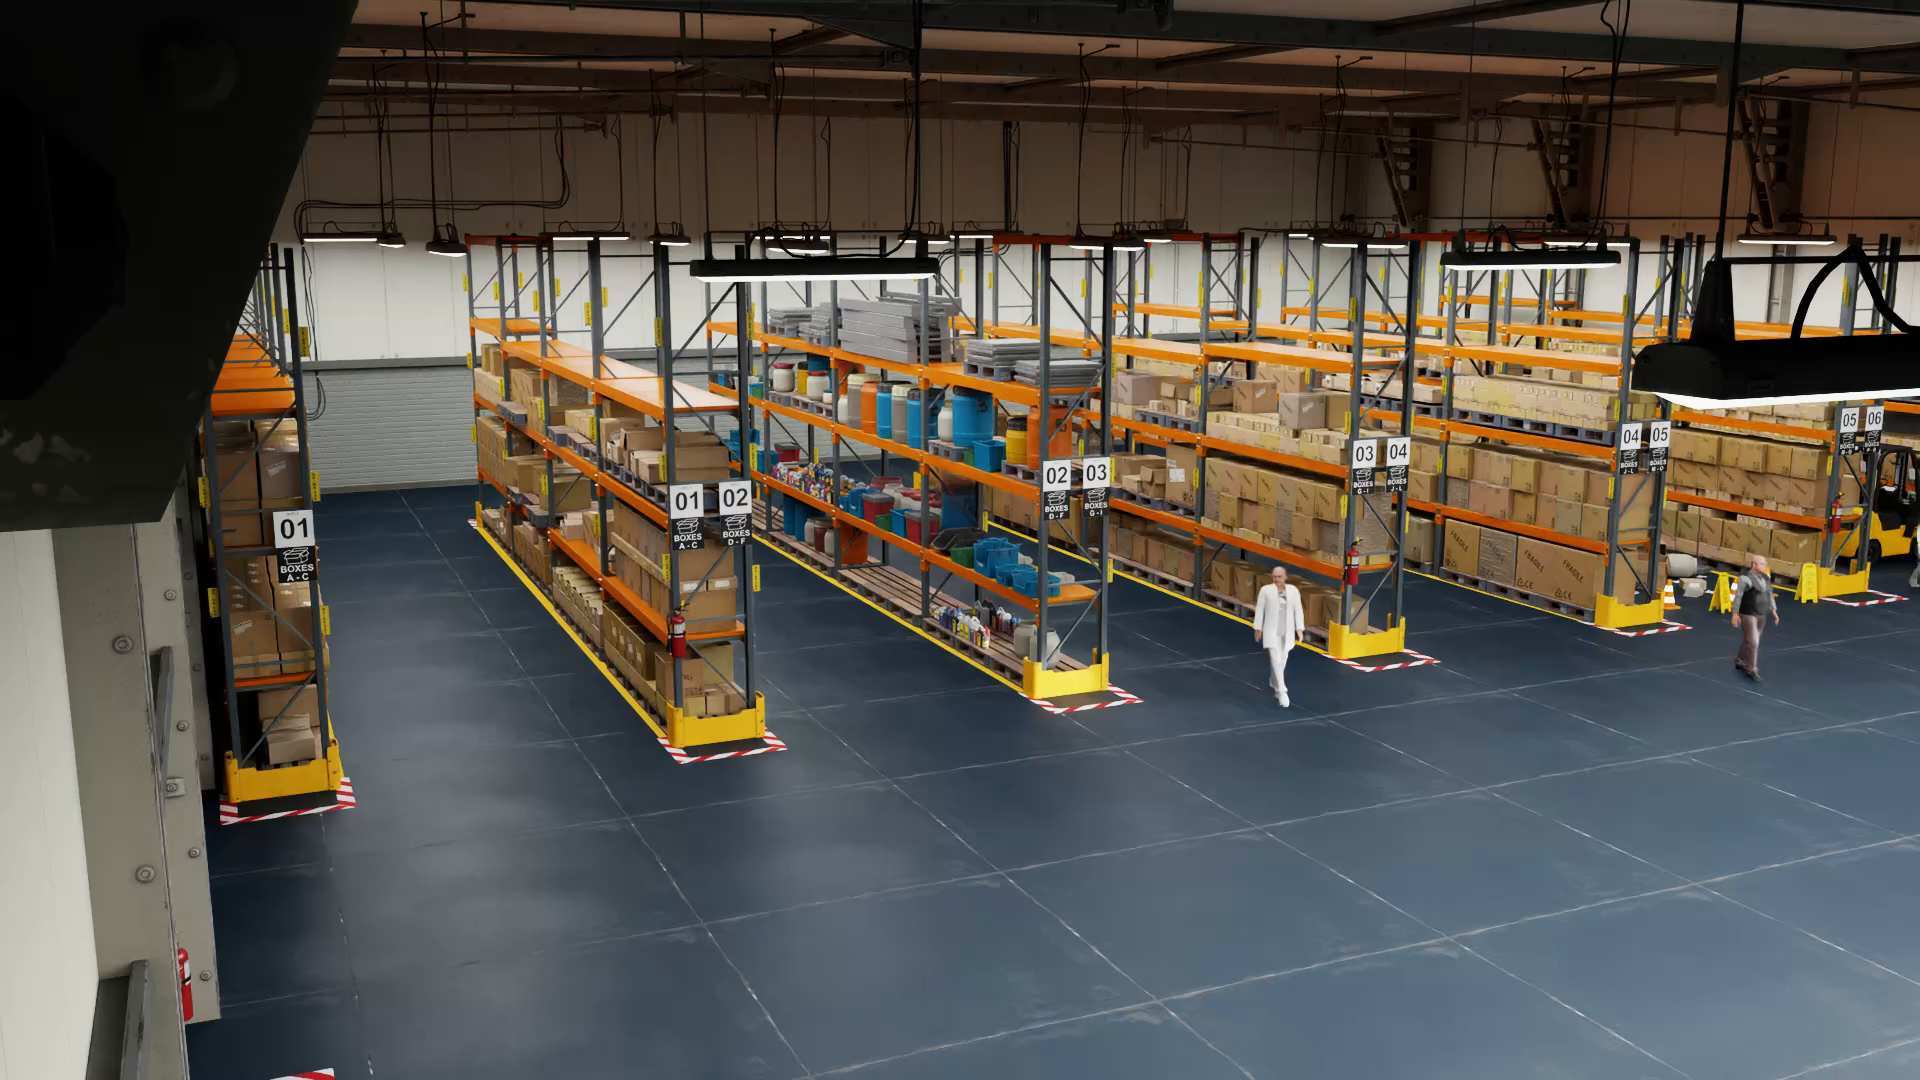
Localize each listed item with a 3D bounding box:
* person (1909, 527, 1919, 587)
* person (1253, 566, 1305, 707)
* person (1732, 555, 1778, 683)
[{"bbox_3d":[16.496,0.120,28.166,0.536,1.614,0.989,1,11,4],"label":"person"},{"bbox_3d":[4.250,1.247,22.106,0.616,1.776,0.882,-1,11,-7],"label":"person"},{"bbox_3d":[11.068,1.075,23.135,0.589,1.752,0.650,-4,12,-22],"label":"person"}]
